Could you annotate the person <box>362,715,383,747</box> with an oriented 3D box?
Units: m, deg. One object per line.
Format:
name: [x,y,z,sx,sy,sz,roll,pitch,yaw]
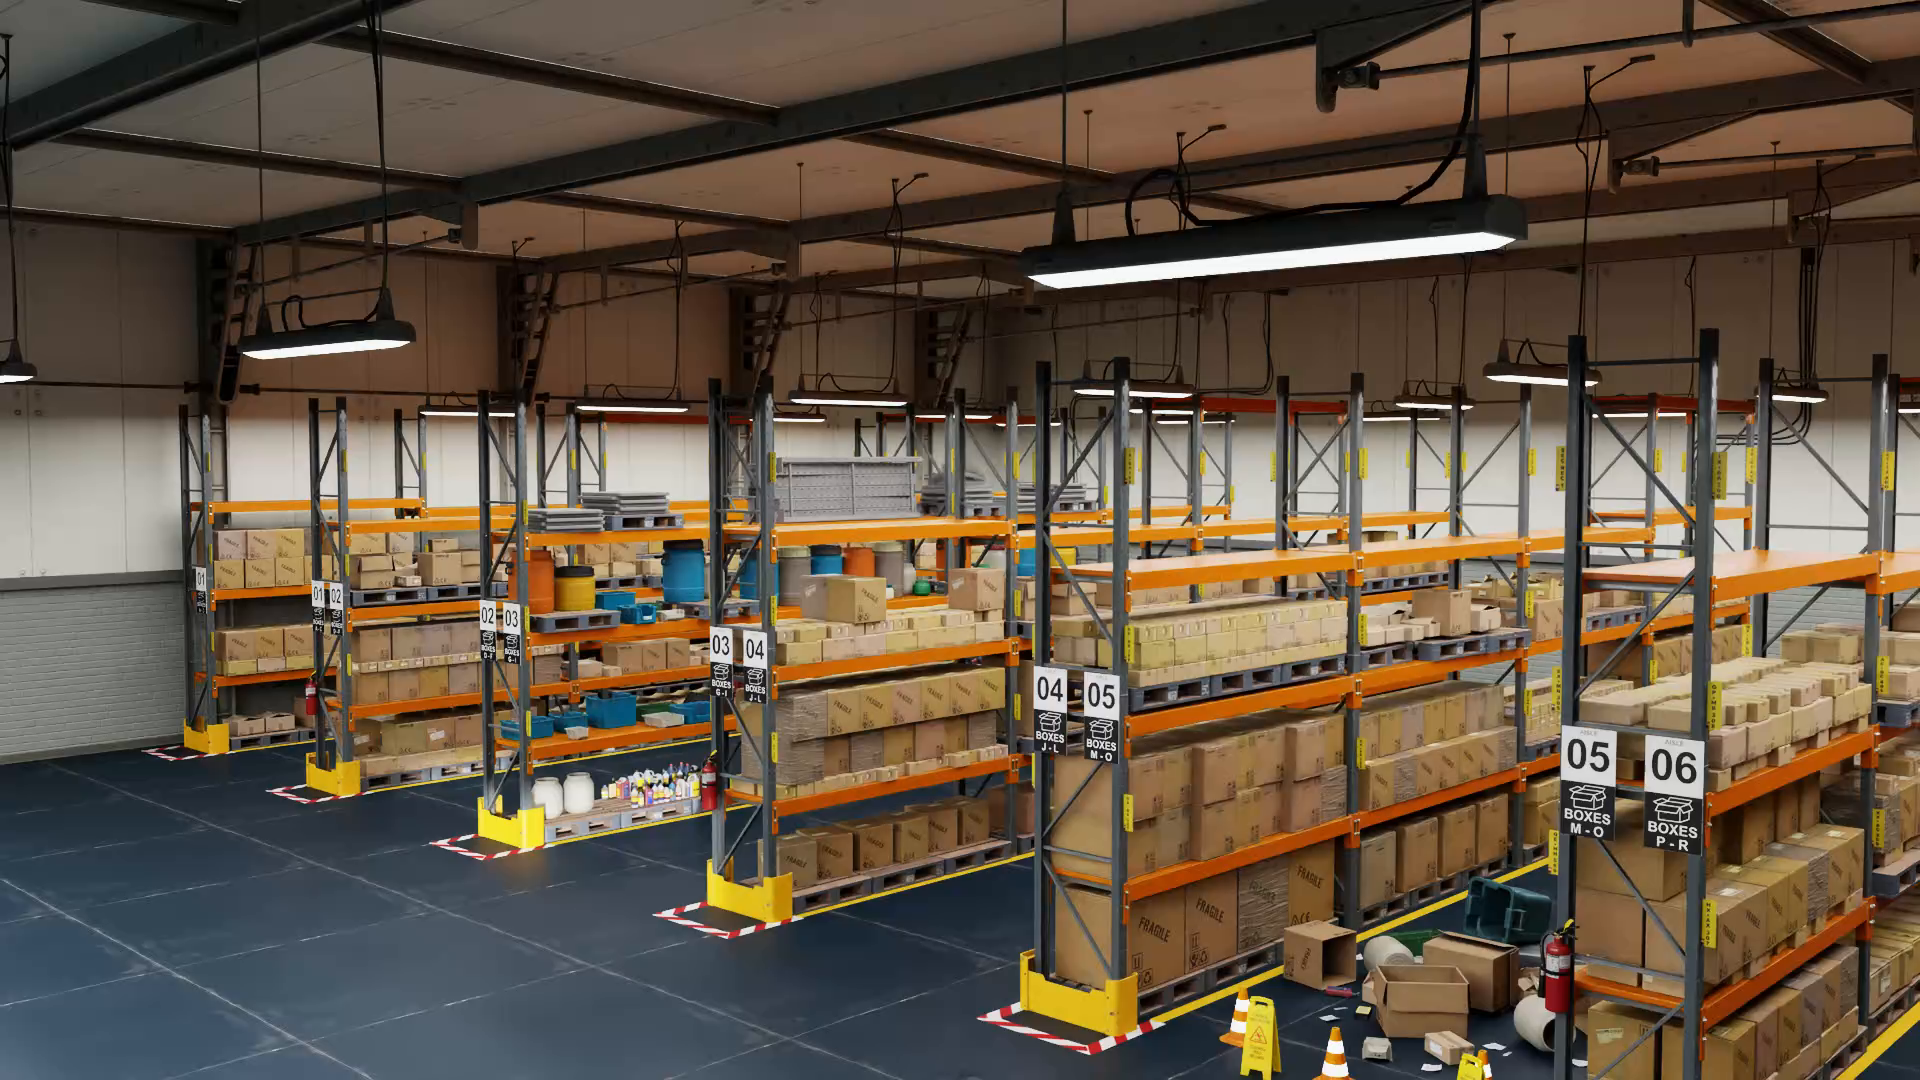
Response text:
person: [-9.784,2.837,27.814,0.723,1.746,0.673,2,4,31]
